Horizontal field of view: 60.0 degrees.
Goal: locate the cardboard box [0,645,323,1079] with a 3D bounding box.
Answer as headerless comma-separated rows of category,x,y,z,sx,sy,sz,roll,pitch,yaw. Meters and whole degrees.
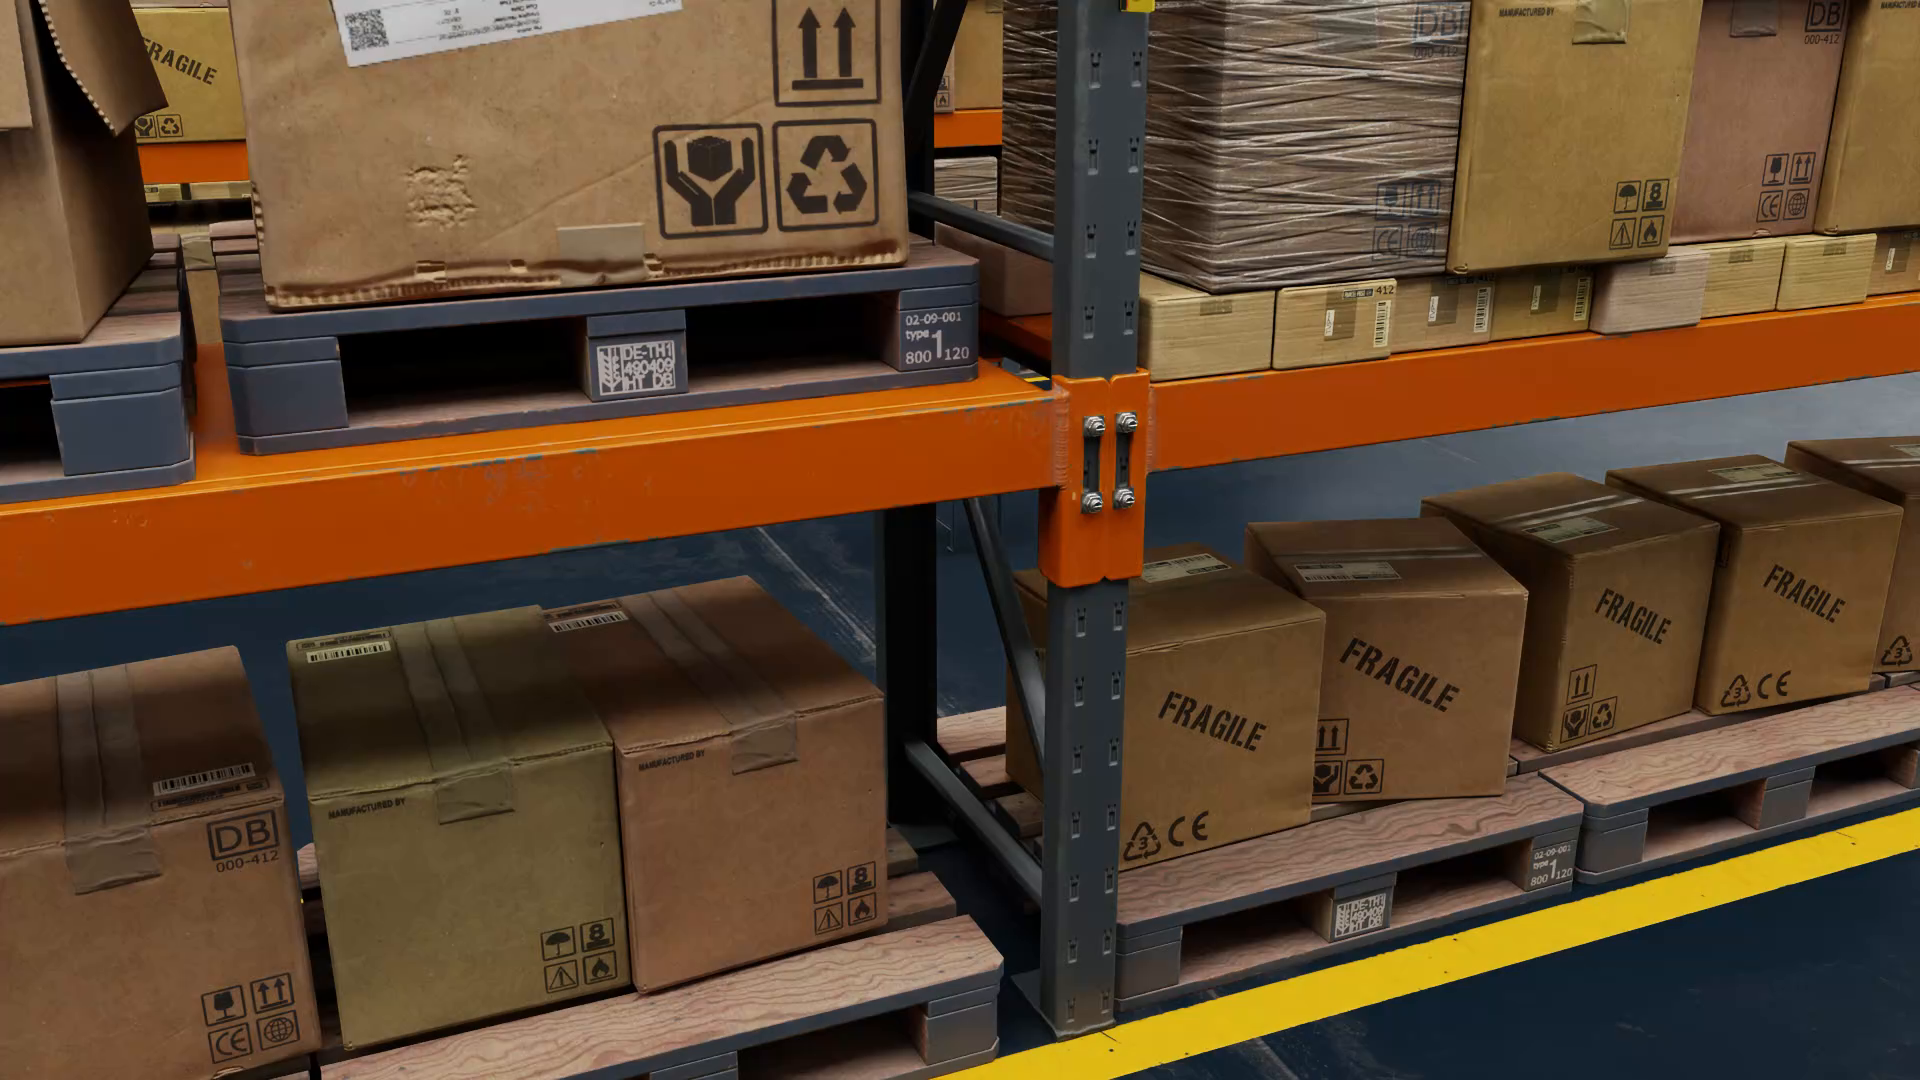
cardboard box,-1.480,0.581,2.956,0.500,0.500,0.700,-10,22,-27

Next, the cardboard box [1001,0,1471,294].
cardboard box,0.489,-0.823,3.245,0.500,0.500,0.875,-8,21,-22

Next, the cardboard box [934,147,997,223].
cardboard box,-0.389,-1.498,8.328,0.875,0.875,0.875,-8,21,-22

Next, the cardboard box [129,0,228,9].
cardboard box,-3.210,-2.438,6.774,0.500,0.500,0.700,-8,21,-21

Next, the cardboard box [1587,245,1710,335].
cardboard box,1.293,-0.540,3.417,0.250,0.149,0.380,-8,21,-22

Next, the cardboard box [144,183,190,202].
cardboard box,-5.651,-2.319,11.415,0.625,0.372,0.950,-7,21,-20

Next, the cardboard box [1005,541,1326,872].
cardboard box,0.434,0.345,3.657,0.500,0.500,0.500,-9,21,-24

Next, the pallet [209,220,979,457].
pallet,-0.708,-0.449,3.069,1.213,0.211,1.003,-8,21,-22

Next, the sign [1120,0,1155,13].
sign,0.275,-0.973,2.525,0.005,0.325,0.100,-8,21,-22

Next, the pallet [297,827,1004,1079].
pallet,-0.663,0.823,3.367,1.213,0.211,1.003,-8,21,-22

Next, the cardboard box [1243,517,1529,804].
cardboard box,0.957,0.268,3.877,0.500,0.500,0.500,-2,19,-5

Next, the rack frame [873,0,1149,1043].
rack frame,0.051,-0.595,3.196,0.127,3.000,1.000,-8,21,-22

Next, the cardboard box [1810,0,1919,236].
cardboard box,1.857,-1.028,3.826,0.500,0.500,0.875,-8,21,-22

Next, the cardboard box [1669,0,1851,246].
cardboard box,1.381,-0.975,3.675,0.500,0.500,0.875,-8,21,-22

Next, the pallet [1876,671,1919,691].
pallet,2.894,0.300,4.853,1.213,0.211,1.003,-8,21,-22

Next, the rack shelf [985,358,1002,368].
rack shelf,0.013,-0.639,5.803,0.180,0.103,0.258,-8,21,-22

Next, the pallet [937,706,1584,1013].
pallet,0.654,0.621,3.941,1.213,0.211,1.003,-8,21,-22

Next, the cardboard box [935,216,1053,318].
cardboard box,0.132,-0.595,3.573,0.250,0.149,0.380,-8,21,-22

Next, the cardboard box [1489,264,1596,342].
cardboard box,1.047,-0.519,3.359,0.250,0.149,0.380,-8,21,-22

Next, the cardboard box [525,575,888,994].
cardboard box,-0.521,0.450,3.328,0.500,0.500,0.700,-10,22,-26

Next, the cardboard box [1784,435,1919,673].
cardboard box,2.609,0.026,4.565,0.500,0.500,0.500,-3,20,-8

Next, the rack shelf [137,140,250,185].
rack shelf,-3.657,-1.519,6.902,4.000,0.370,1.077,-8,21,-22

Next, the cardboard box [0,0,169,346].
cardboard box,-1.504,-0.586,2.382,0.637,0.503,0.797,-6,20,-16

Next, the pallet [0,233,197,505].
pallet,-1.820,-0.252,2.509,1.213,0.211,1.003,-8,21,-22

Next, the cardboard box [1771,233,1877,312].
cardboard box,1.740,-0.615,3.630,0.250,0.149,0.380,-8,21,-22

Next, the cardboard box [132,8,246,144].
cardboard box,-3.122,-1.885,6.709,0.500,0.500,0.500,-8,21,-21

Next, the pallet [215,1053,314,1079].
pallet,-1.785,0.985,2.908,1.213,0.211,1.003,-8,21,-22

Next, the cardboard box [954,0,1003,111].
cardboard box,-0.001,-2.459,8.263,0.500,0.550,0.875,-8,21,-22

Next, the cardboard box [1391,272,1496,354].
cardboard box,0.821,-0.484,3.258,0.250,0.149,0.380,-8,21,-22

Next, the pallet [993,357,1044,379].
pallet,0.031,-1.044,8.669,1.213,0.211,1.003,-8,21,-22

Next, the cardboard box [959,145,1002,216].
cardboard box,0.449,-1.618,8.666,0.875,0.875,0.875,-9,21,-23

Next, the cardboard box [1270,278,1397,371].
cardboard box,0.603,-0.442,3.140,0.250,0.149,0.380,-8,21,-22

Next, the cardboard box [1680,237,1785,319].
cardboard box,1.506,-0.585,3.546,0.250,0.149,0.380,-8,21,-22

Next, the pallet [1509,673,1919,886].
pallet,1.776,0.459,4.401,1.213,0.211,1.003,-8,21,-22

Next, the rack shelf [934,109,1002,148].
rack shelf,0.016,-2.045,8.397,4.000,0.370,1.077,-8,21,-22

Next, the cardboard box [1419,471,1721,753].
cardboard box,1.496,0.162,4.177,0.500,0.500,0.500,-10,22,-27

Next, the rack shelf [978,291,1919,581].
rack shelf,1.888,-0.519,4.063,4.000,0.370,1.077,-8,21,-22

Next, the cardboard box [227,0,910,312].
cardboard box,-0.734,-1.015,2.851,1.000,1.000,1.000,-8,21,-22

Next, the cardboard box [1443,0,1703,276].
cardboard box,0.962,-0.878,3.401,0.500,0.500,0.875,-8,21,-22

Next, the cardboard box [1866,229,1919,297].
cardboard box,1.952,-0.662,3.763,0.250,0.149,0.380,-8,21,-22

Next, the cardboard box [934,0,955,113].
cardboard box,-0.448,-2.359,7.978,0.550,0.550,0.875,-8,21,-22

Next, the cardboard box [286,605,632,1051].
cardboard box,-0.966,0.507,3.166,0.500,0.500,0.700,-8,21,-22

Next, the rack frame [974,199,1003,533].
rack frame,0.097,-0.580,5.862,0.006,1.200,0.240,-8,21,-22

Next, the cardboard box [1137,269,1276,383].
cardboard box,0.368,-0.413,3.058,0.250,0.149,0.380,-8,21,-22

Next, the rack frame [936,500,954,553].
rack frame,-0.071,-0.556,5.794,0.006,1.200,0.240,-8,21,-22

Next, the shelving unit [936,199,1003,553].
shelving unit,0.013,-0.568,5.828,0.189,1.200,0.258,-8,21,-22

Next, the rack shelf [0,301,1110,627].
rack shelf,-1.785,0.007,2.569,4.000,0.370,1.077,-8,21,-22

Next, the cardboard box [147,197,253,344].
cardboard box,-3.242,-1.023,7.167,0.750,0.750,1.050,-8,21,-22

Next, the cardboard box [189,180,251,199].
cardboard box,-5.013,-2.411,11.676,0.625,0.372,0.950,-7,21,-19

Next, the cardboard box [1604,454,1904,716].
cardboard box,2.027,0.102,4.347,0.500,0.500,0.500,-6,20,-17
